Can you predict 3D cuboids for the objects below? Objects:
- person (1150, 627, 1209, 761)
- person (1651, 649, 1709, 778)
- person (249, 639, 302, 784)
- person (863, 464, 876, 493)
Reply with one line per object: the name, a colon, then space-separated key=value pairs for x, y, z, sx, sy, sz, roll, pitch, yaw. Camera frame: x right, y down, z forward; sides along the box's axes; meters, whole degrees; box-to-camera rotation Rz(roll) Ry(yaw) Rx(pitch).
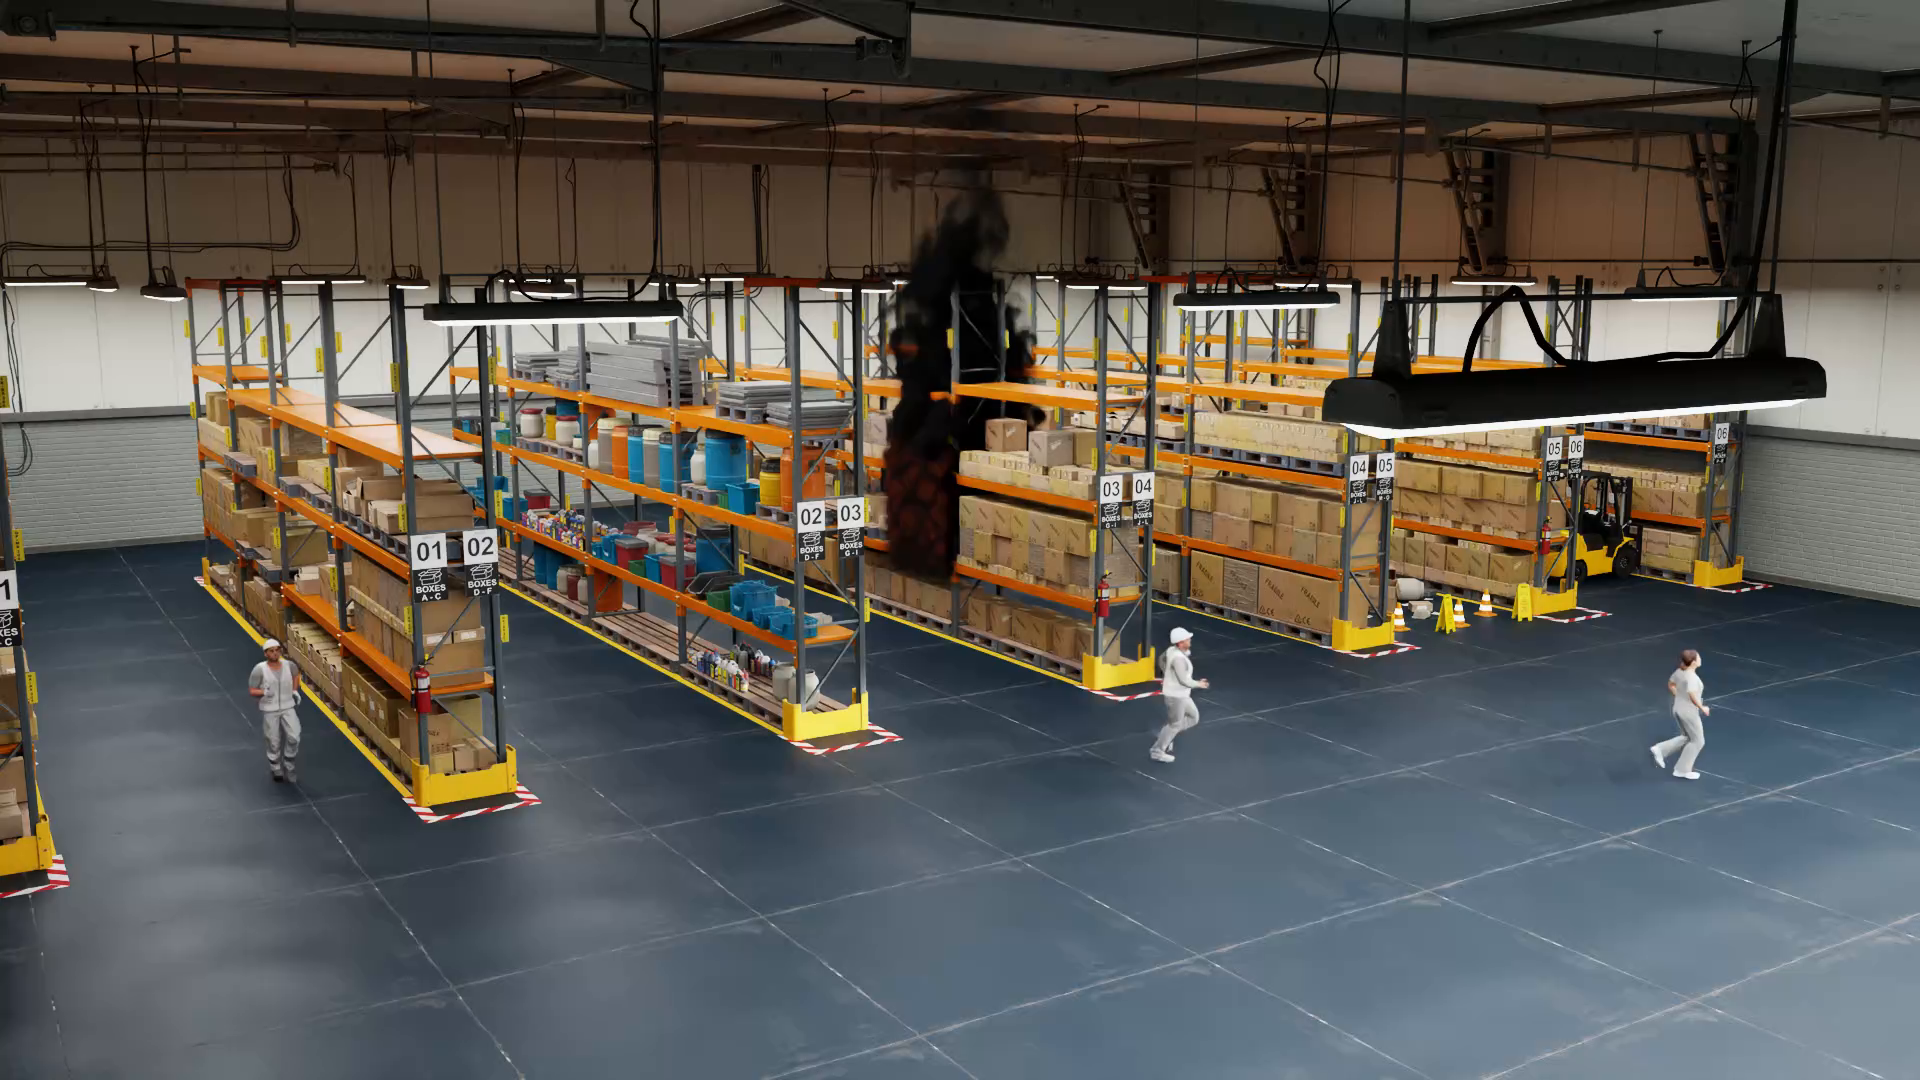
person: x=2.796 y=1.949 z=21.195 sx=0.734 sy=1.729 sz=0.688 roll=0 pitch=10 yaw=3
person: x=8.873 y=2.132 z=20.473 sx=0.590 sy=1.627 sz=0.595 roll=-1 pitch=10 yaw=-3
person: x=-8.274 y=2.095 z=20.216 sx=0.635 sy=1.809 sz=0.681 roll=-7 pitch=12 yaw=-34
person: x=-2.235 y=-1.499 z=41.990 sx=0.795 sy=1.663 sz=0.583 roll=-5 pitch=11 yaw=-29
